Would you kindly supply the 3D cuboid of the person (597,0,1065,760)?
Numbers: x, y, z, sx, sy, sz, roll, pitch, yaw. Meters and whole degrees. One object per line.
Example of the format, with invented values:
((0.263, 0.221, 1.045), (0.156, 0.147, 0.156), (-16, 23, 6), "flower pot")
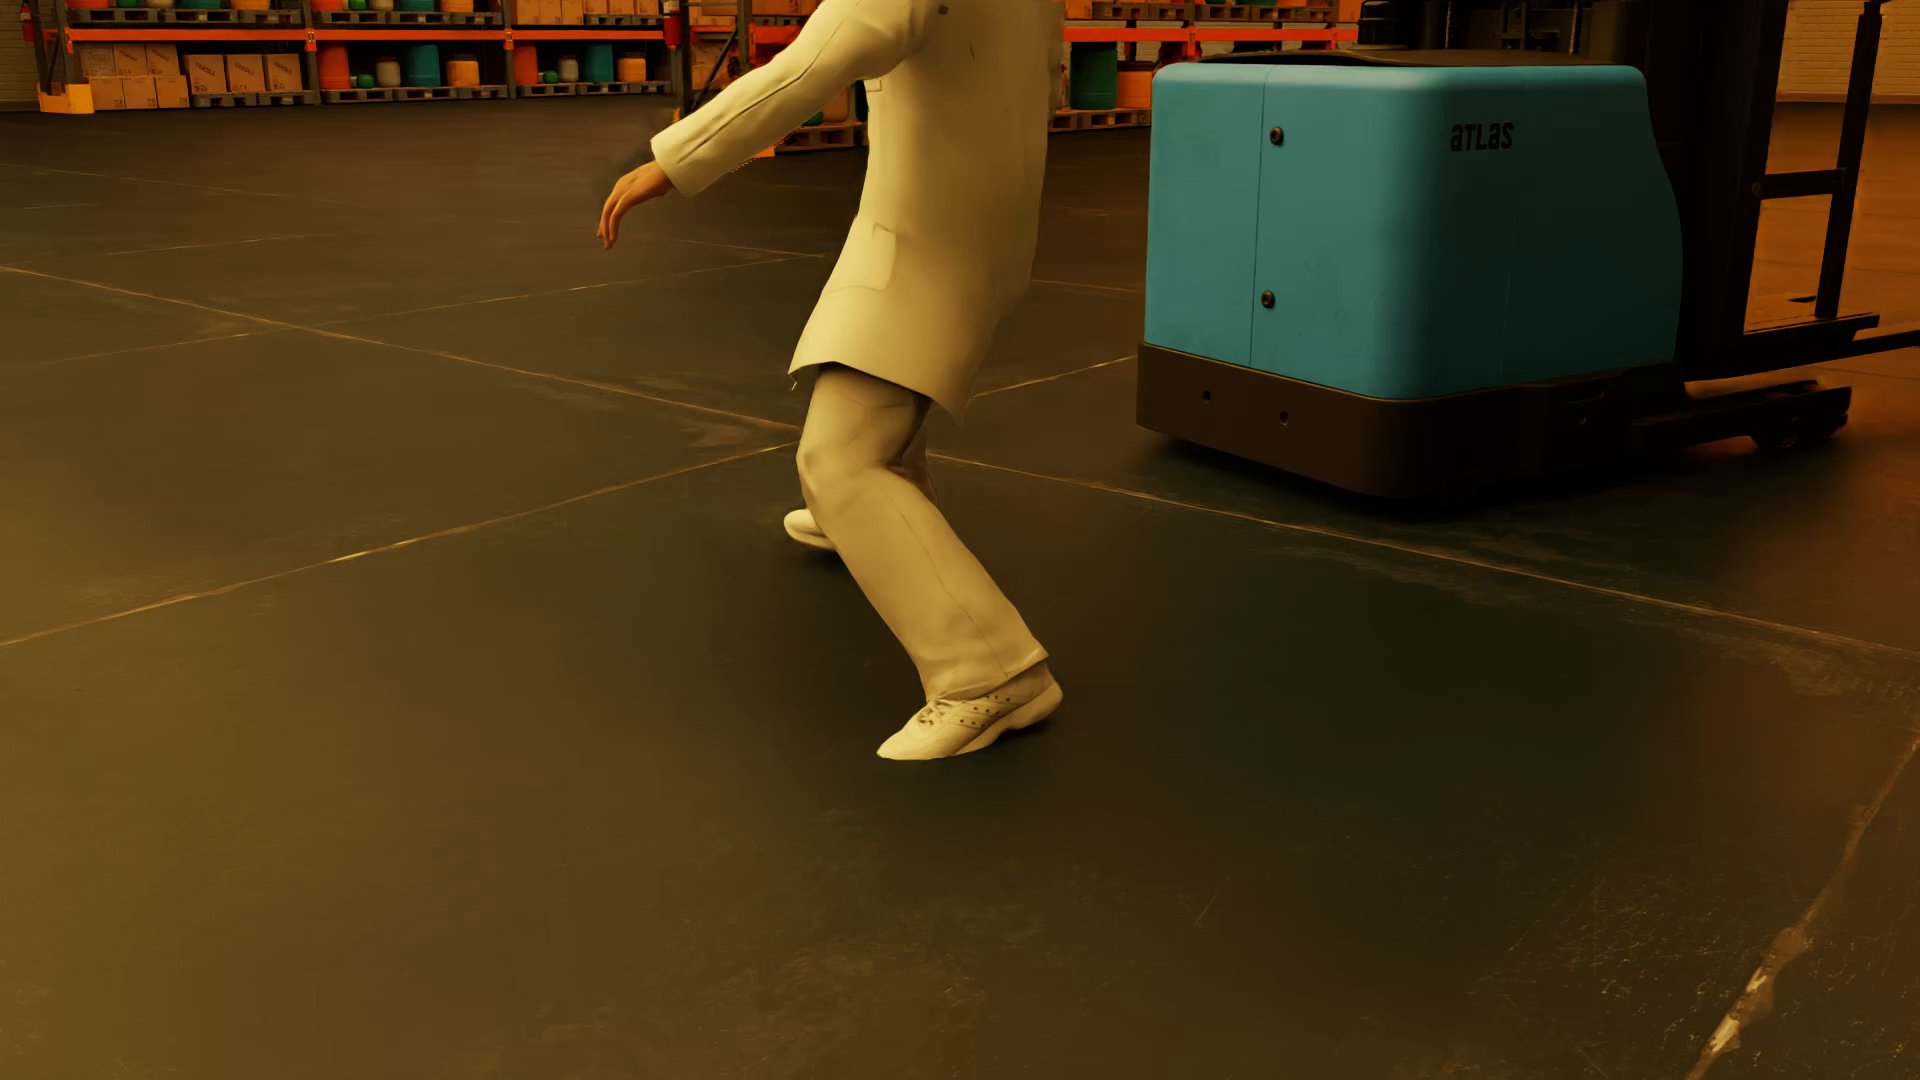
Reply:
((-0.145, -0.542, 3.081), (0.967, 1.634, 1.032), (9, 19, 26), "person")

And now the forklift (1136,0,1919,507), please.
((2.030, -1.786, 4.779), (3.031, 2.935, 1.130), (-10, 20, -31), "forklift")
